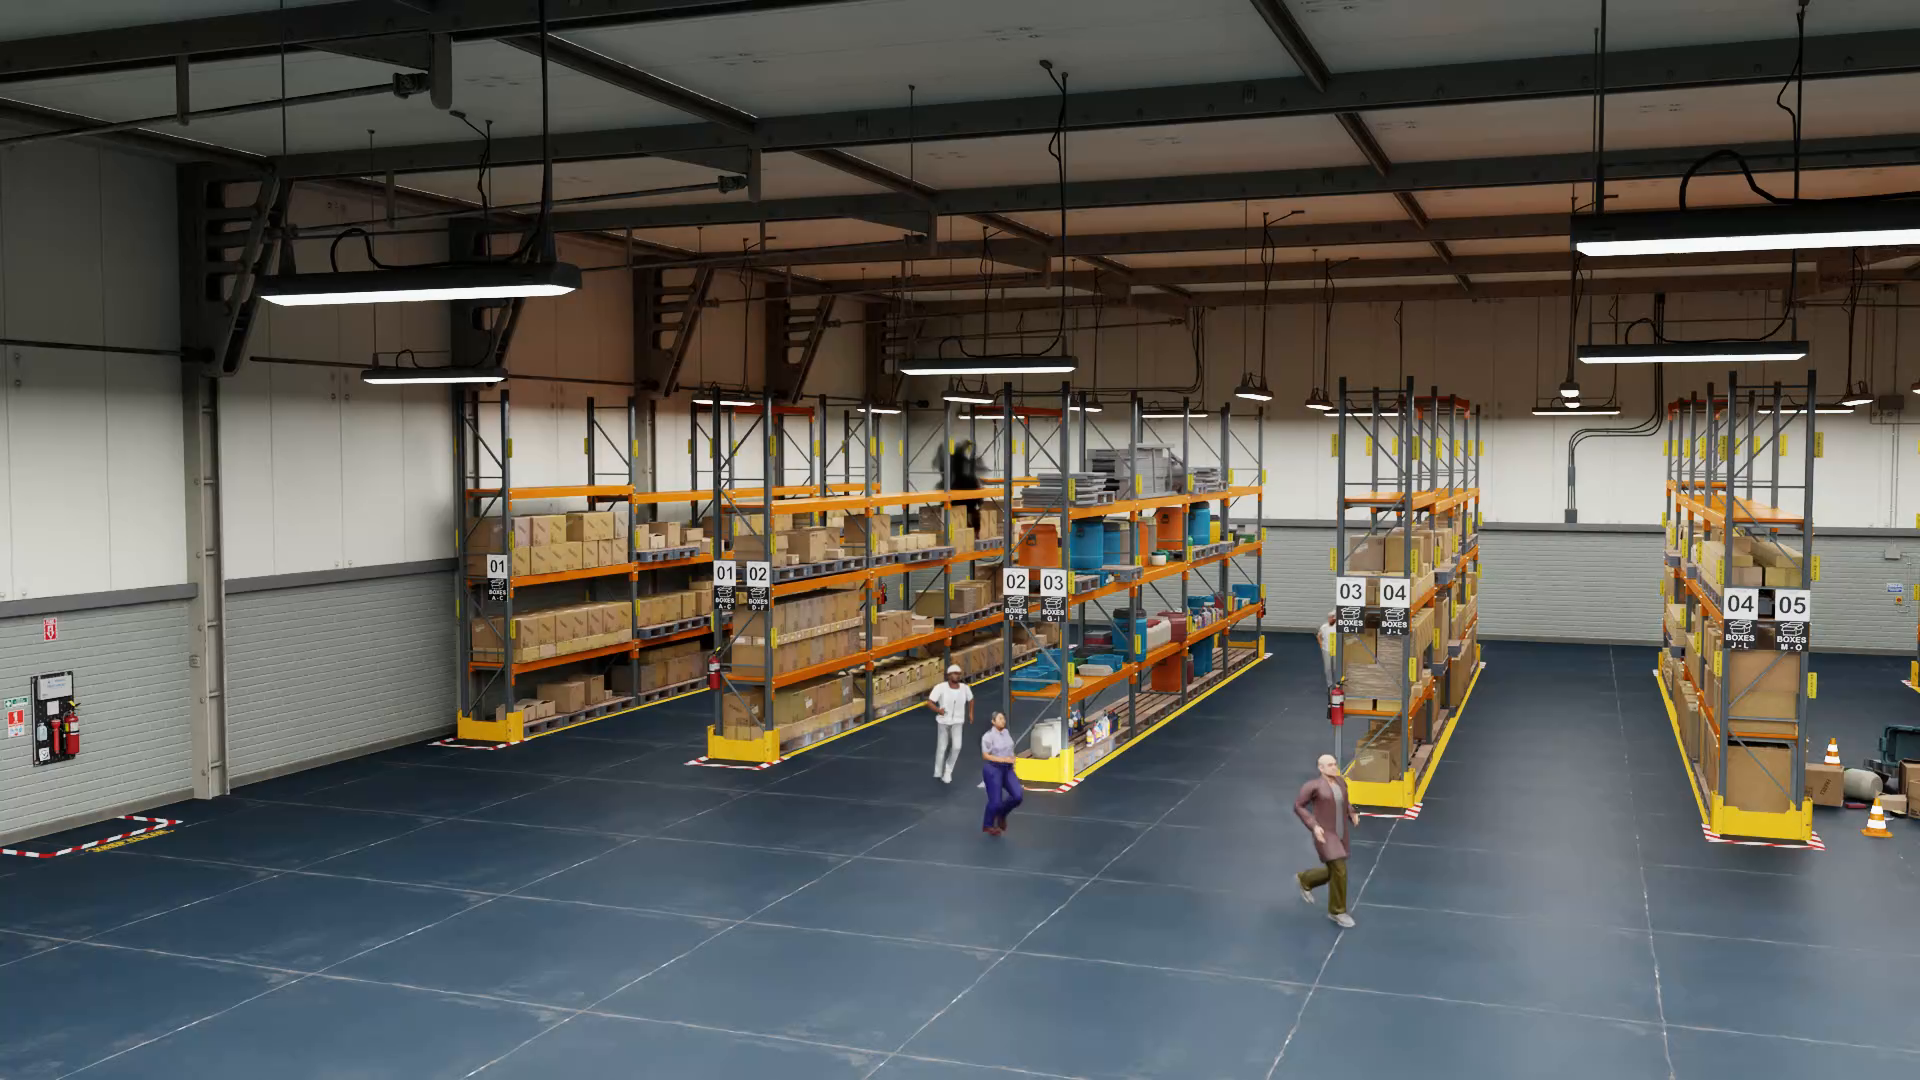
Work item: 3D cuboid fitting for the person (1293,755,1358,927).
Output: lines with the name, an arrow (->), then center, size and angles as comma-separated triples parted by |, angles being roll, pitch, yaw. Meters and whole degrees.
person -> 3.896, 3.152, 17.695 | 0.704, 1.768, 0.858 | -2, 4, -35

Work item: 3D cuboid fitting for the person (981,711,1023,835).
person -> 0.531, 3.008, 21.455 | 0.565, 1.610, 0.593 | -3, 4, -42

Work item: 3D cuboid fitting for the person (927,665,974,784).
person -> -0.123, 2.760, 24.961 | 0.757, 1.757, 0.657 | -1, 3, -10

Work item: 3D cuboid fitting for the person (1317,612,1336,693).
person -> 7.672, 2.299, 34.358 | 0.614, 1.648, 0.652 | 1, 3, 18
